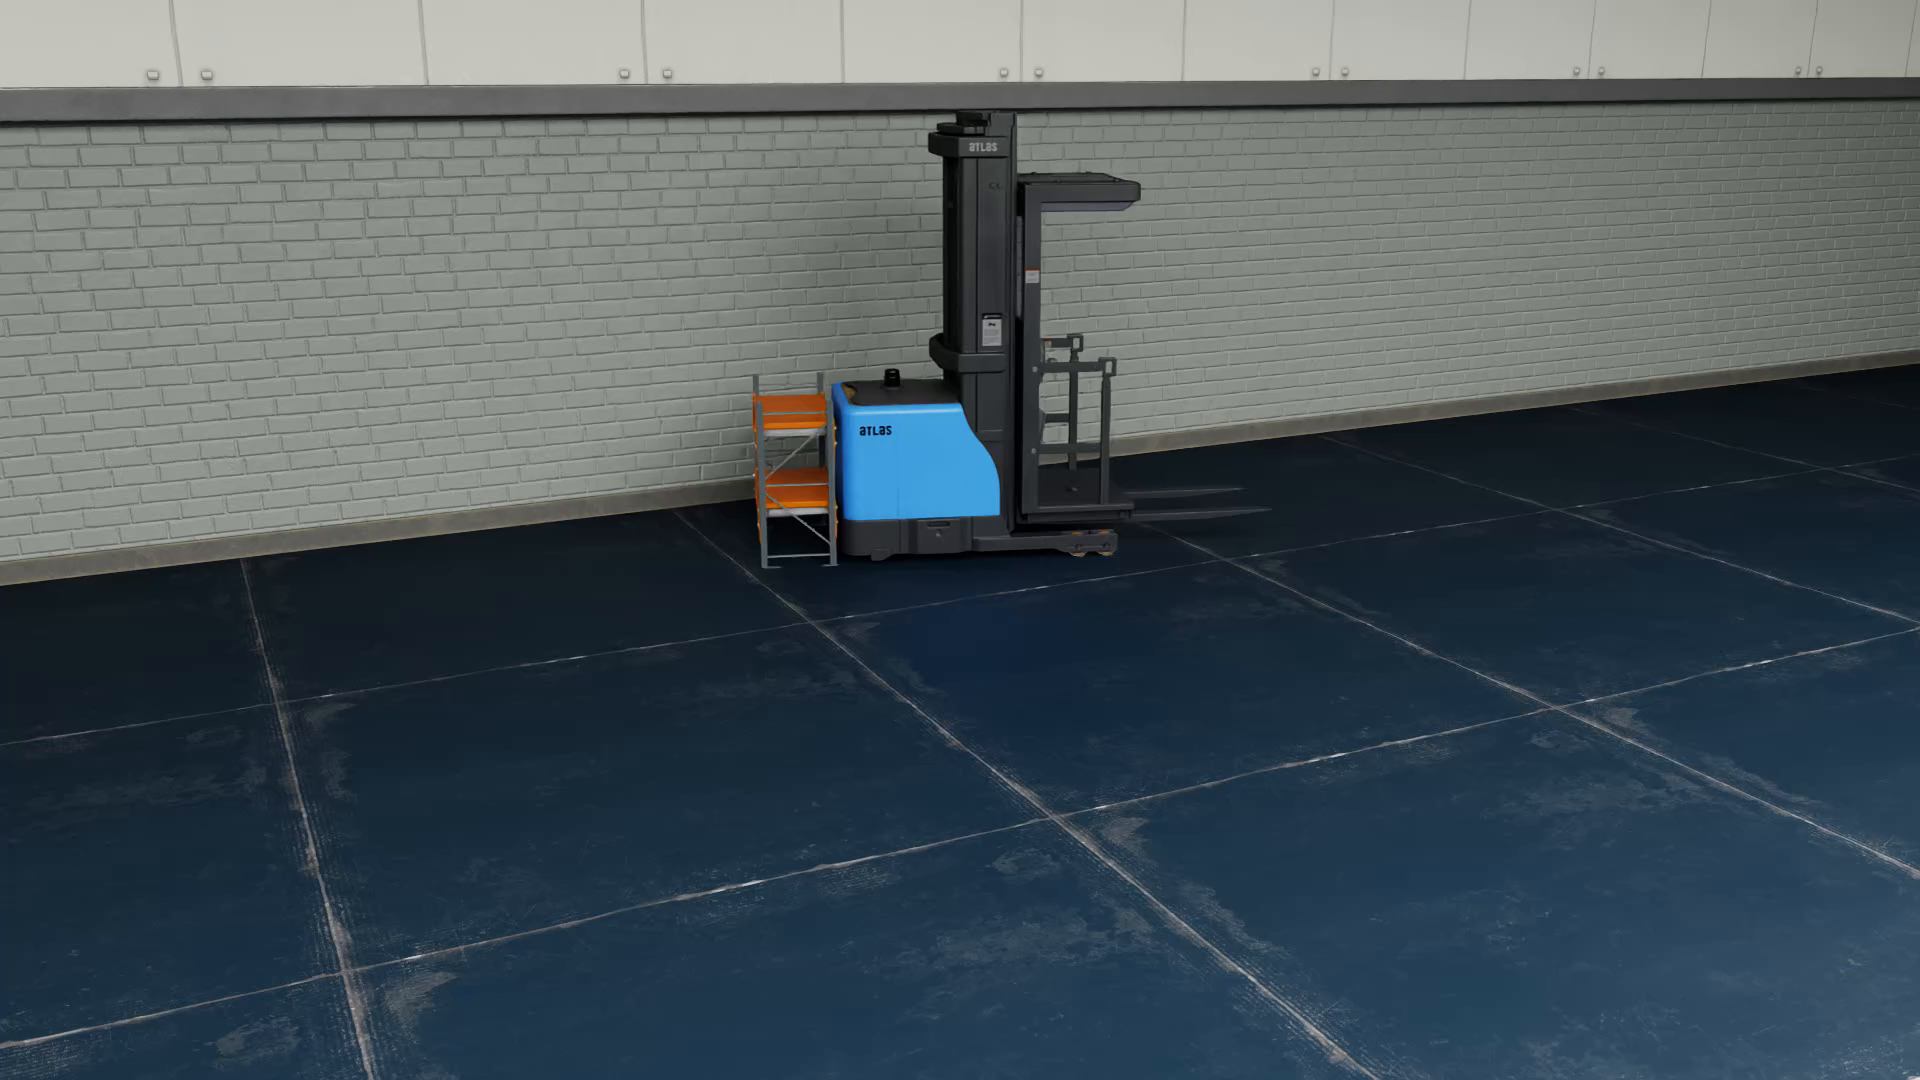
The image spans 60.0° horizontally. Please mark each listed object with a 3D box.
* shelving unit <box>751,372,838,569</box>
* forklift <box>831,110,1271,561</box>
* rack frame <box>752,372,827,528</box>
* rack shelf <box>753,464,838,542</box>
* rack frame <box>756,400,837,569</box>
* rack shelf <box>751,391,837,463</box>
[{"bbox_3d":[-1.149,-0.501,11.458,0.538,1.125,1.048,-2,16,-8],"label":"shelving unit"},{"bbox_3d":[0.640,-1.436,11.440,3.031,2.935,1.130,-2,16,-8],"label":"forklift"},{"bbox_3d":[-1.220,-0.640,11.942,0.500,1.125,0.032,-2,16,-8],"label":"rack frame"},{"bbox_3d":[-1.149,-0.266,11.526,0.538,0.278,1.000,-2,16,-8],"label":"rack shelf"},{"bbox_3d":[-1.077,-0.363,10.975,0.500,1.125,0.032,-2,16,-8],"label":"rack frame"},{"bbox_3d":[-1.149,-0.783,11.378,0.538,0.278,1.000,-2,16,-8],"label":"rack shelf"}]
